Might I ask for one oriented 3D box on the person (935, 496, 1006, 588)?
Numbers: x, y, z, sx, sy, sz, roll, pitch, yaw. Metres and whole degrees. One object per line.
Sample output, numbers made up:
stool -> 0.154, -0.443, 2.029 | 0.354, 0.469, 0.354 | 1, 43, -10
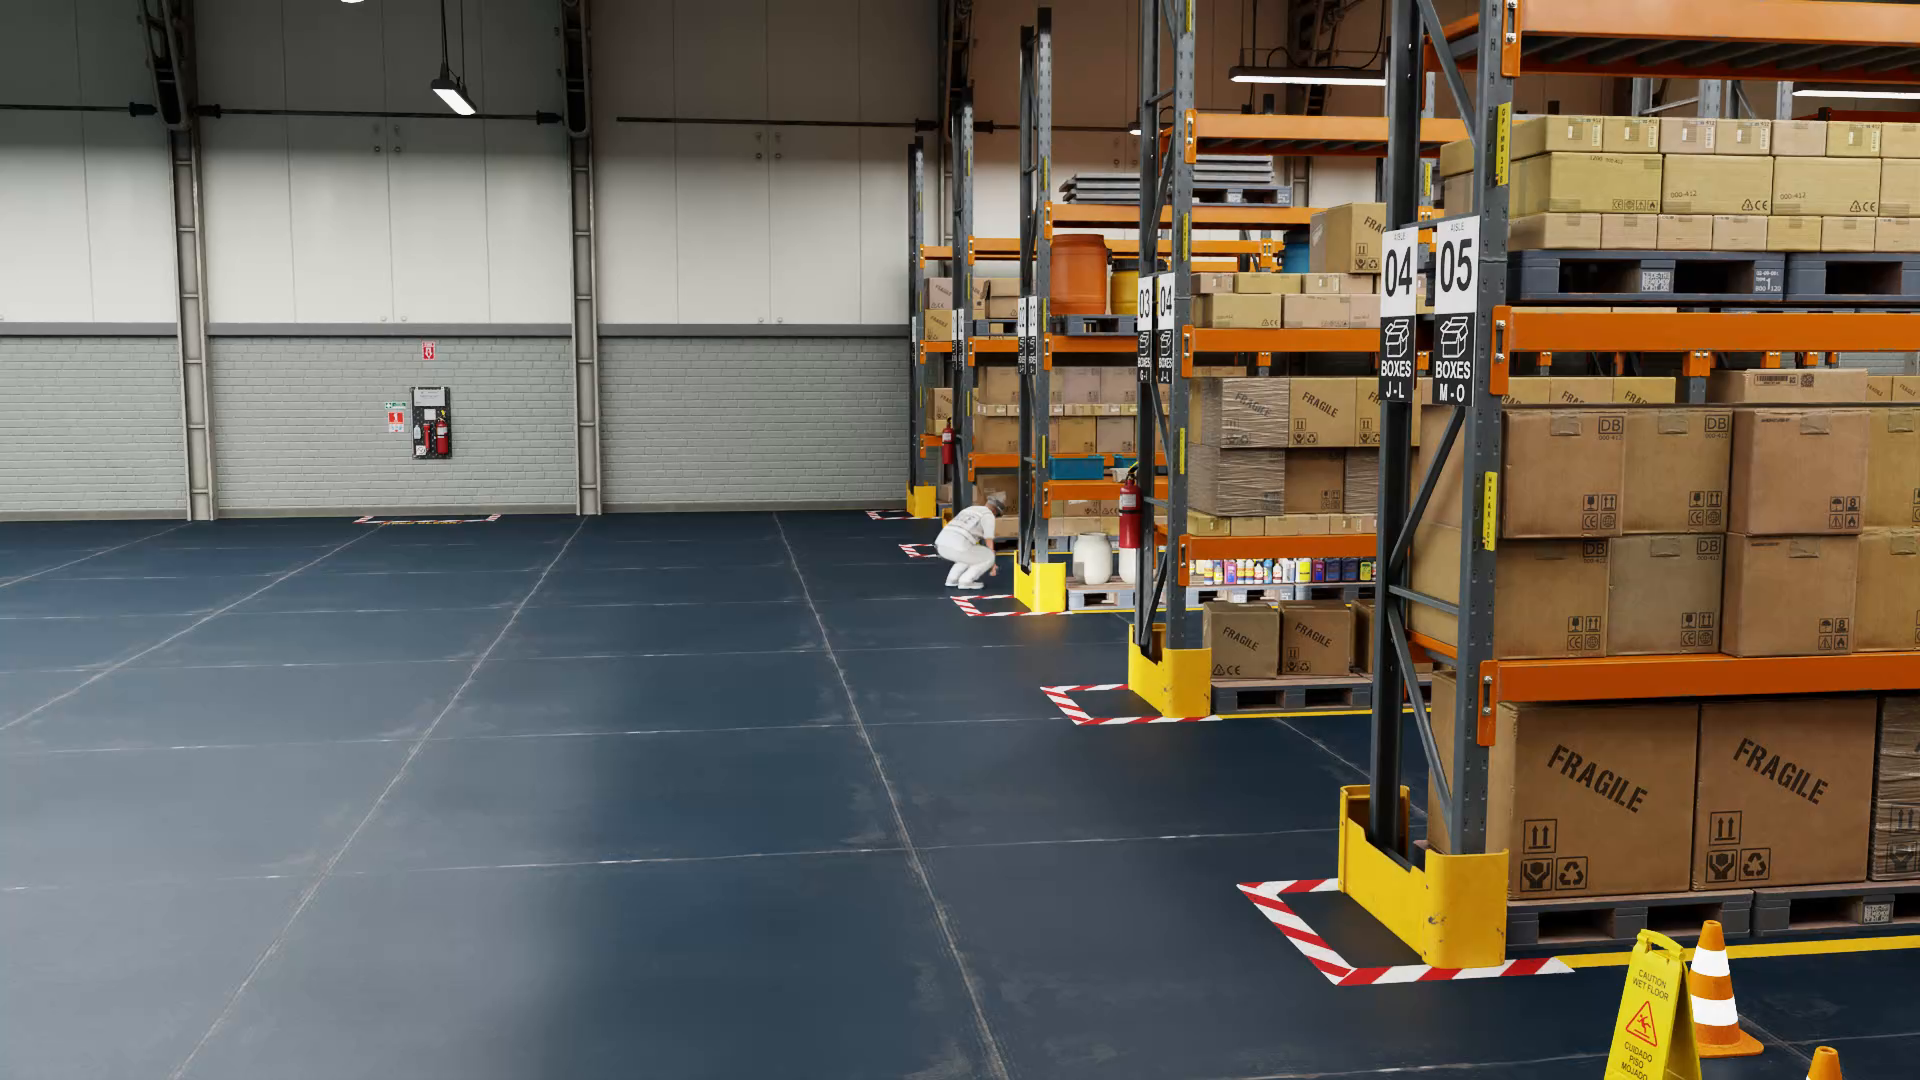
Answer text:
person -> 0.141, 0.024, 18.809 | 0.905, 1.013, 0.592 | -4, 8, -31
